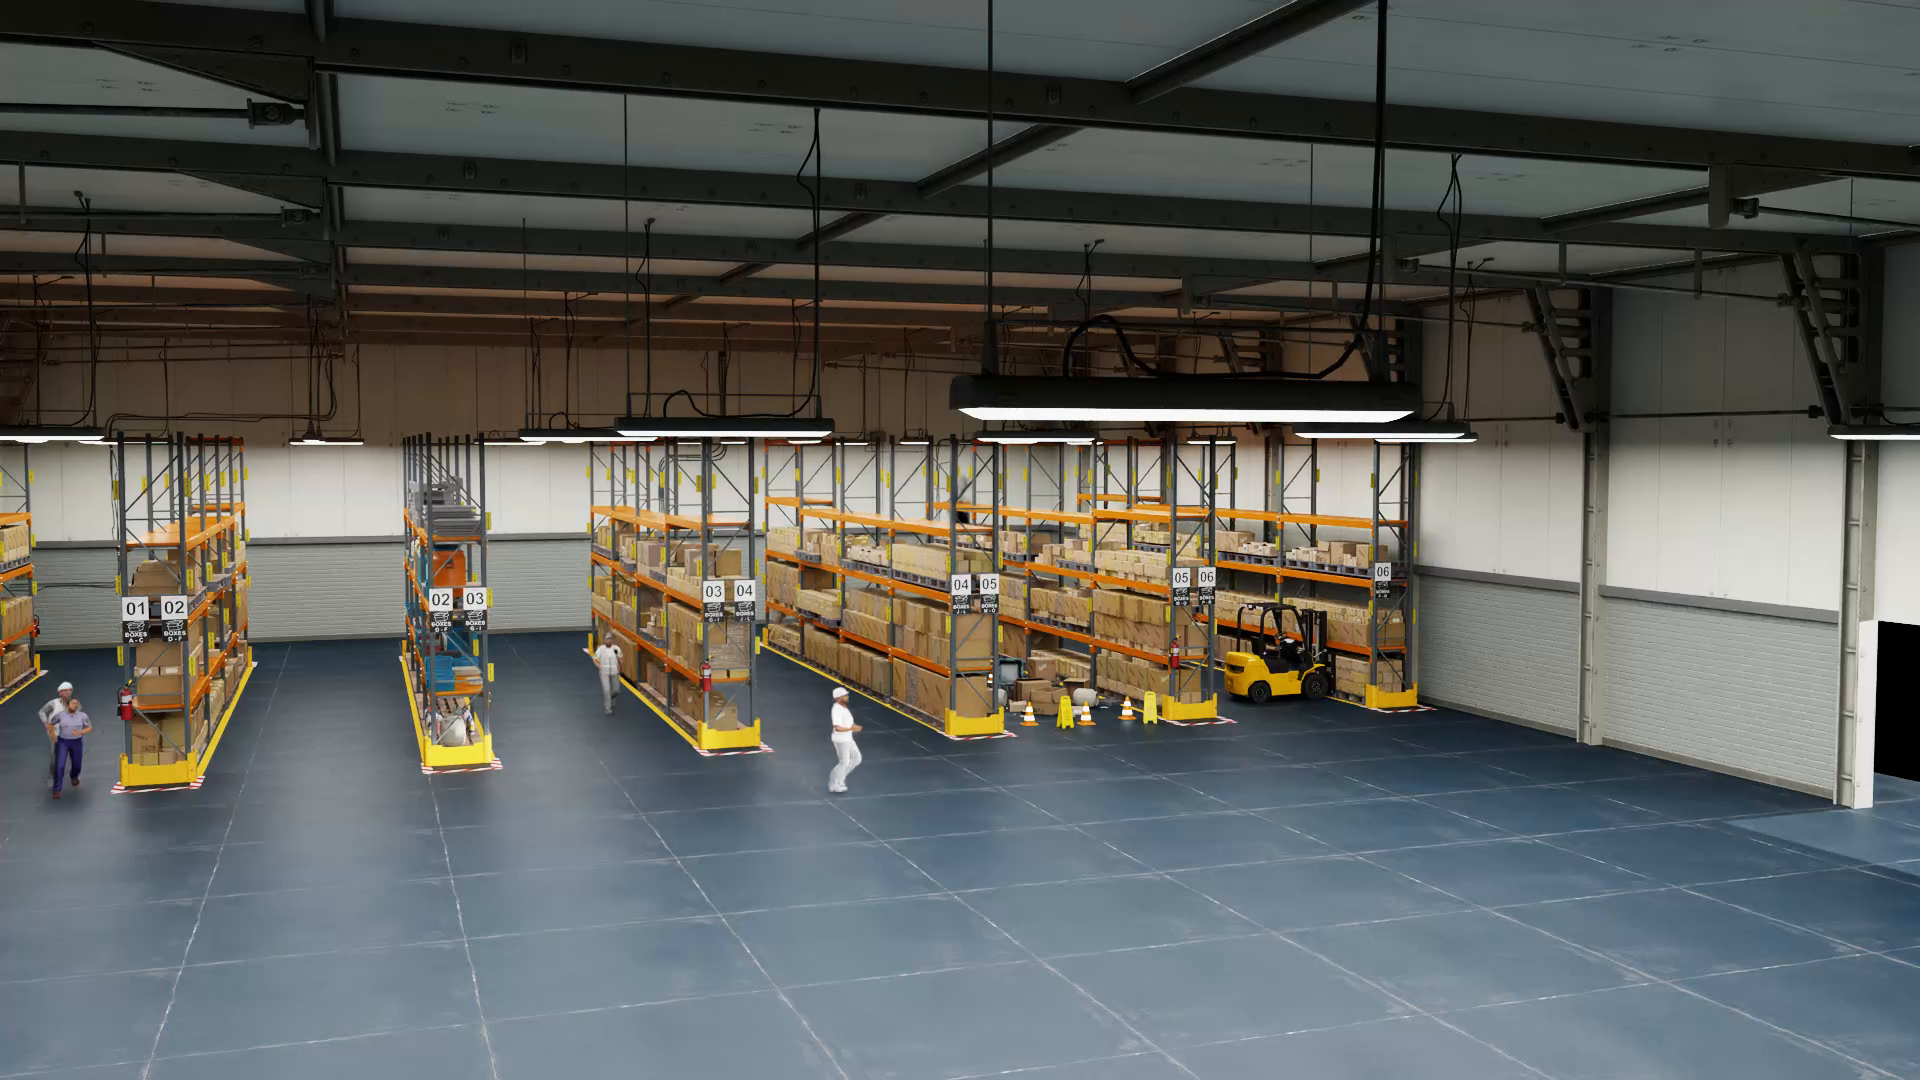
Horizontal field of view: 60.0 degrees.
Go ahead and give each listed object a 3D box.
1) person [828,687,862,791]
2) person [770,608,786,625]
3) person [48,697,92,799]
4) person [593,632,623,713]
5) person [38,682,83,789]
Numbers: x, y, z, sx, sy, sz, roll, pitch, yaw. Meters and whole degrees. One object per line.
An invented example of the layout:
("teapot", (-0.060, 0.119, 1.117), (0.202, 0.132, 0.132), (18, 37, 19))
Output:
("person", (-1.892, 3.317, 27.592), (0.624, 1.749, 0.680), (0, 3, 9))
("person", (-5.317, 2.159, 49.516), (0.623, 1.693, 0.673), (-2, 4, -31))
("person", (-14.733, 3.415, 27.558), (0.633, 1.626, 0.810), (-2, 4, -35))
("person", (-7.602, 2.860, 35.989), (0.661, 1.726, 0.607), (-1, 3, -21))
("person", (-15.191, 3.293, 28.168), (0.645, 1.779, 0.625), (3, 4, 41))
